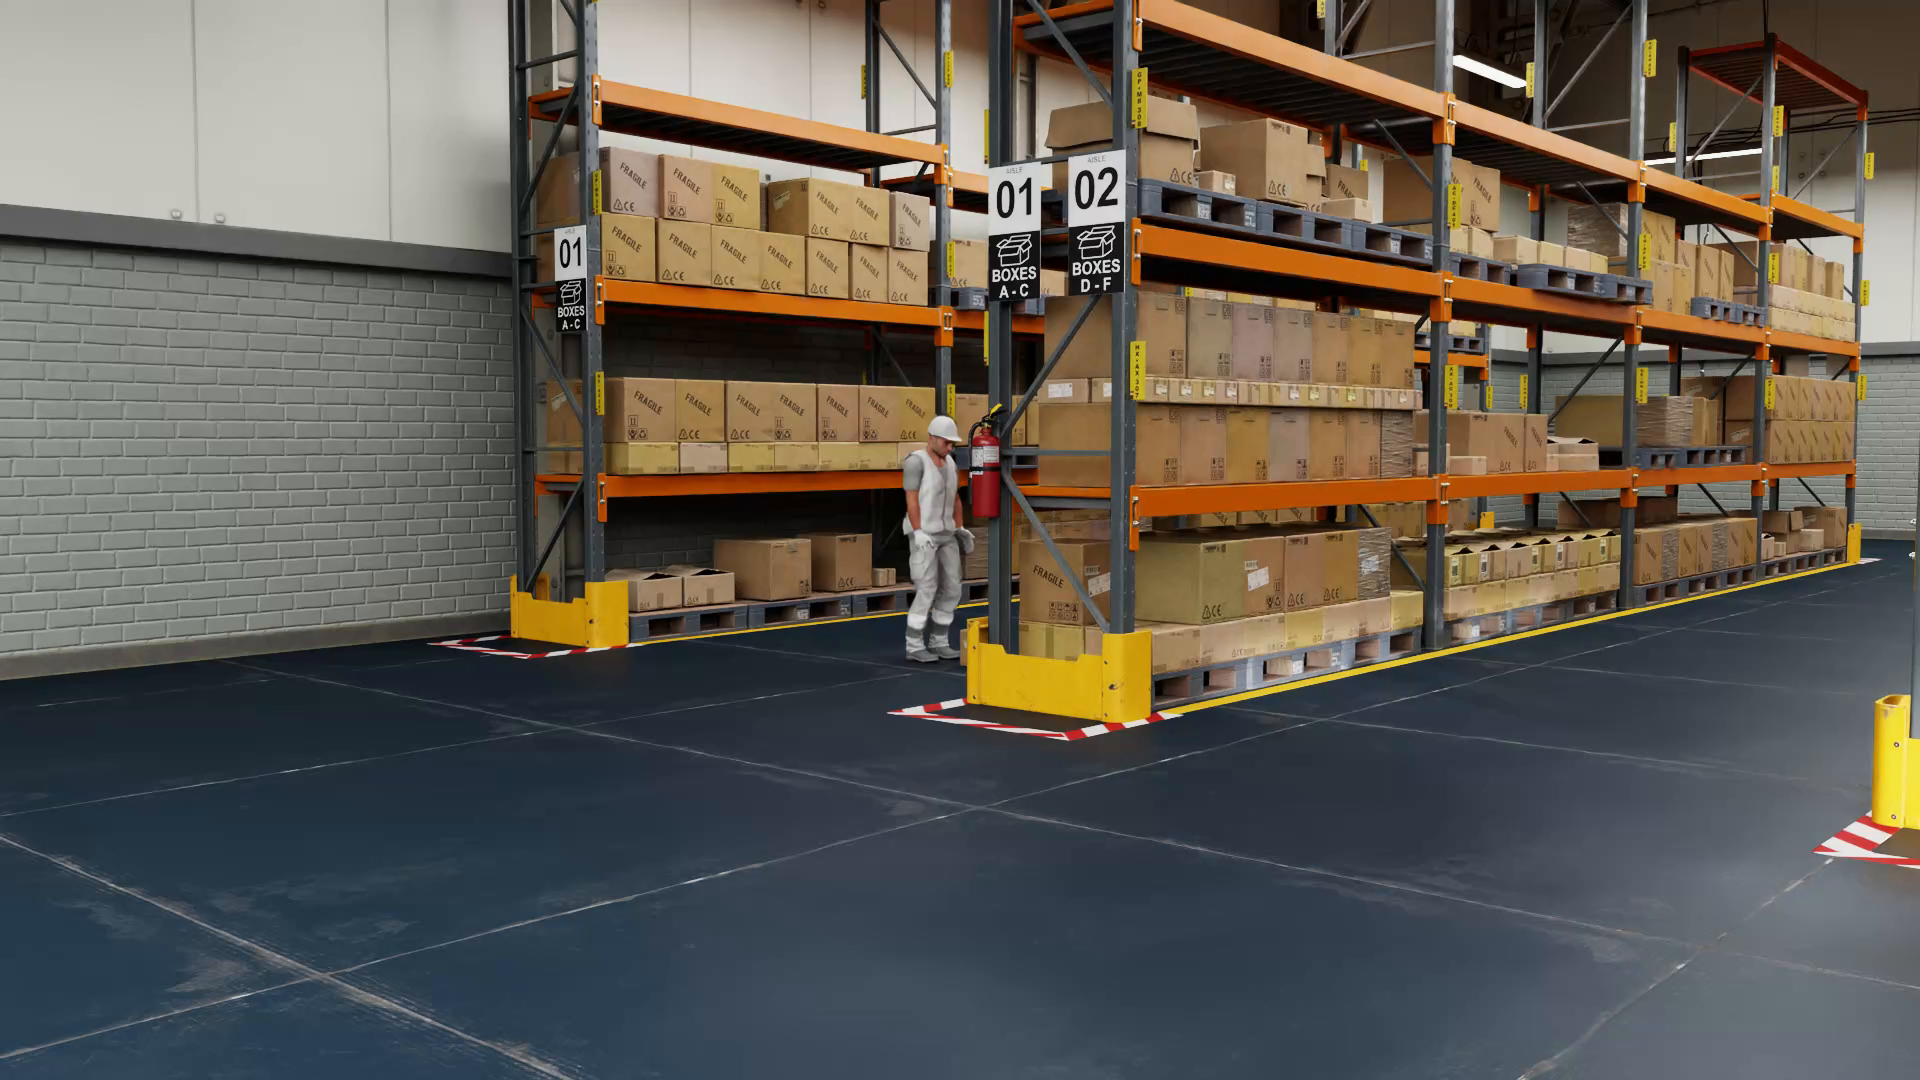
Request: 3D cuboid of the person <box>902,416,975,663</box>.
[{"bbox_3d":[-0.165,-0.014,11.970,0.414,1.757,0.536,3,5,42],"label":"person"}]
